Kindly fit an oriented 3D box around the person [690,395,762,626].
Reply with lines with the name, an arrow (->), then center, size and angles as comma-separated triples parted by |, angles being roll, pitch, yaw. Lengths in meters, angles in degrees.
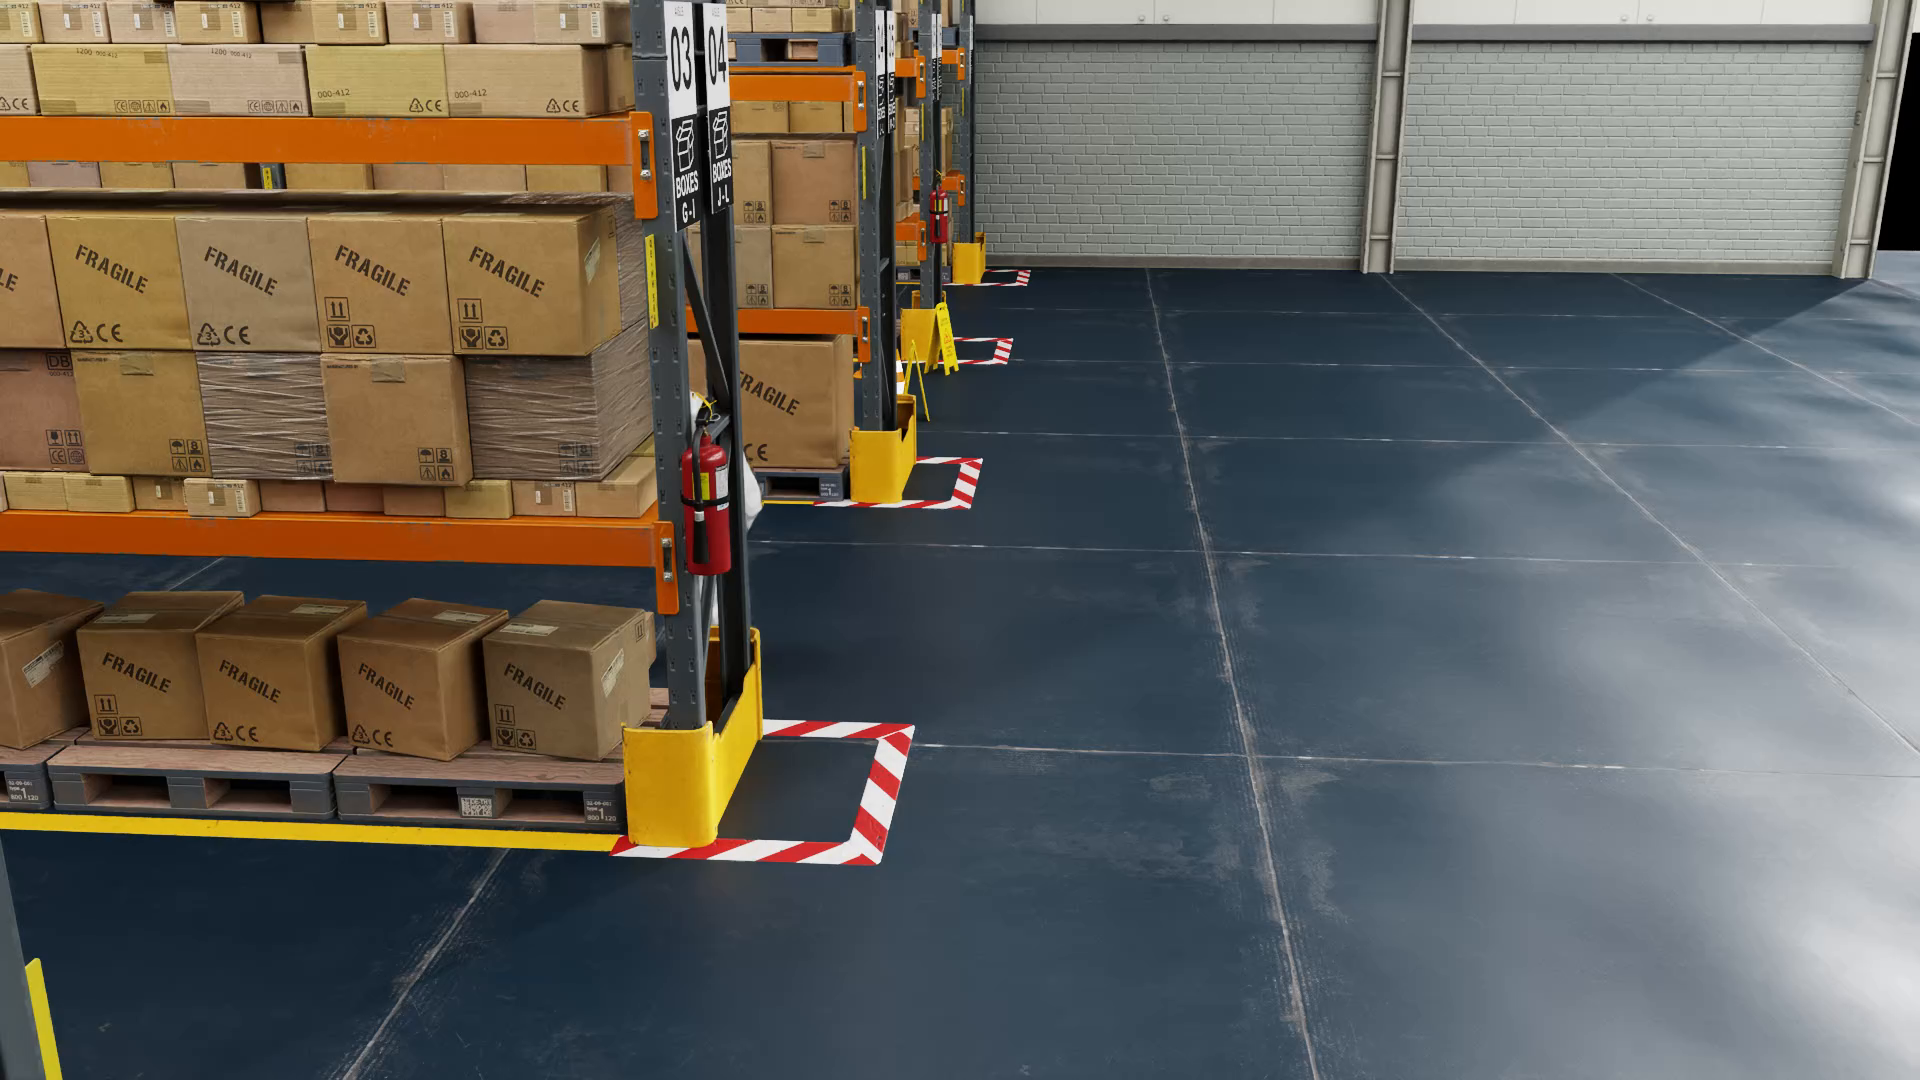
person -> -1.322, -0.119, 8.285 | 0.669, 1.554, 0.577 | -4, 18, -14
